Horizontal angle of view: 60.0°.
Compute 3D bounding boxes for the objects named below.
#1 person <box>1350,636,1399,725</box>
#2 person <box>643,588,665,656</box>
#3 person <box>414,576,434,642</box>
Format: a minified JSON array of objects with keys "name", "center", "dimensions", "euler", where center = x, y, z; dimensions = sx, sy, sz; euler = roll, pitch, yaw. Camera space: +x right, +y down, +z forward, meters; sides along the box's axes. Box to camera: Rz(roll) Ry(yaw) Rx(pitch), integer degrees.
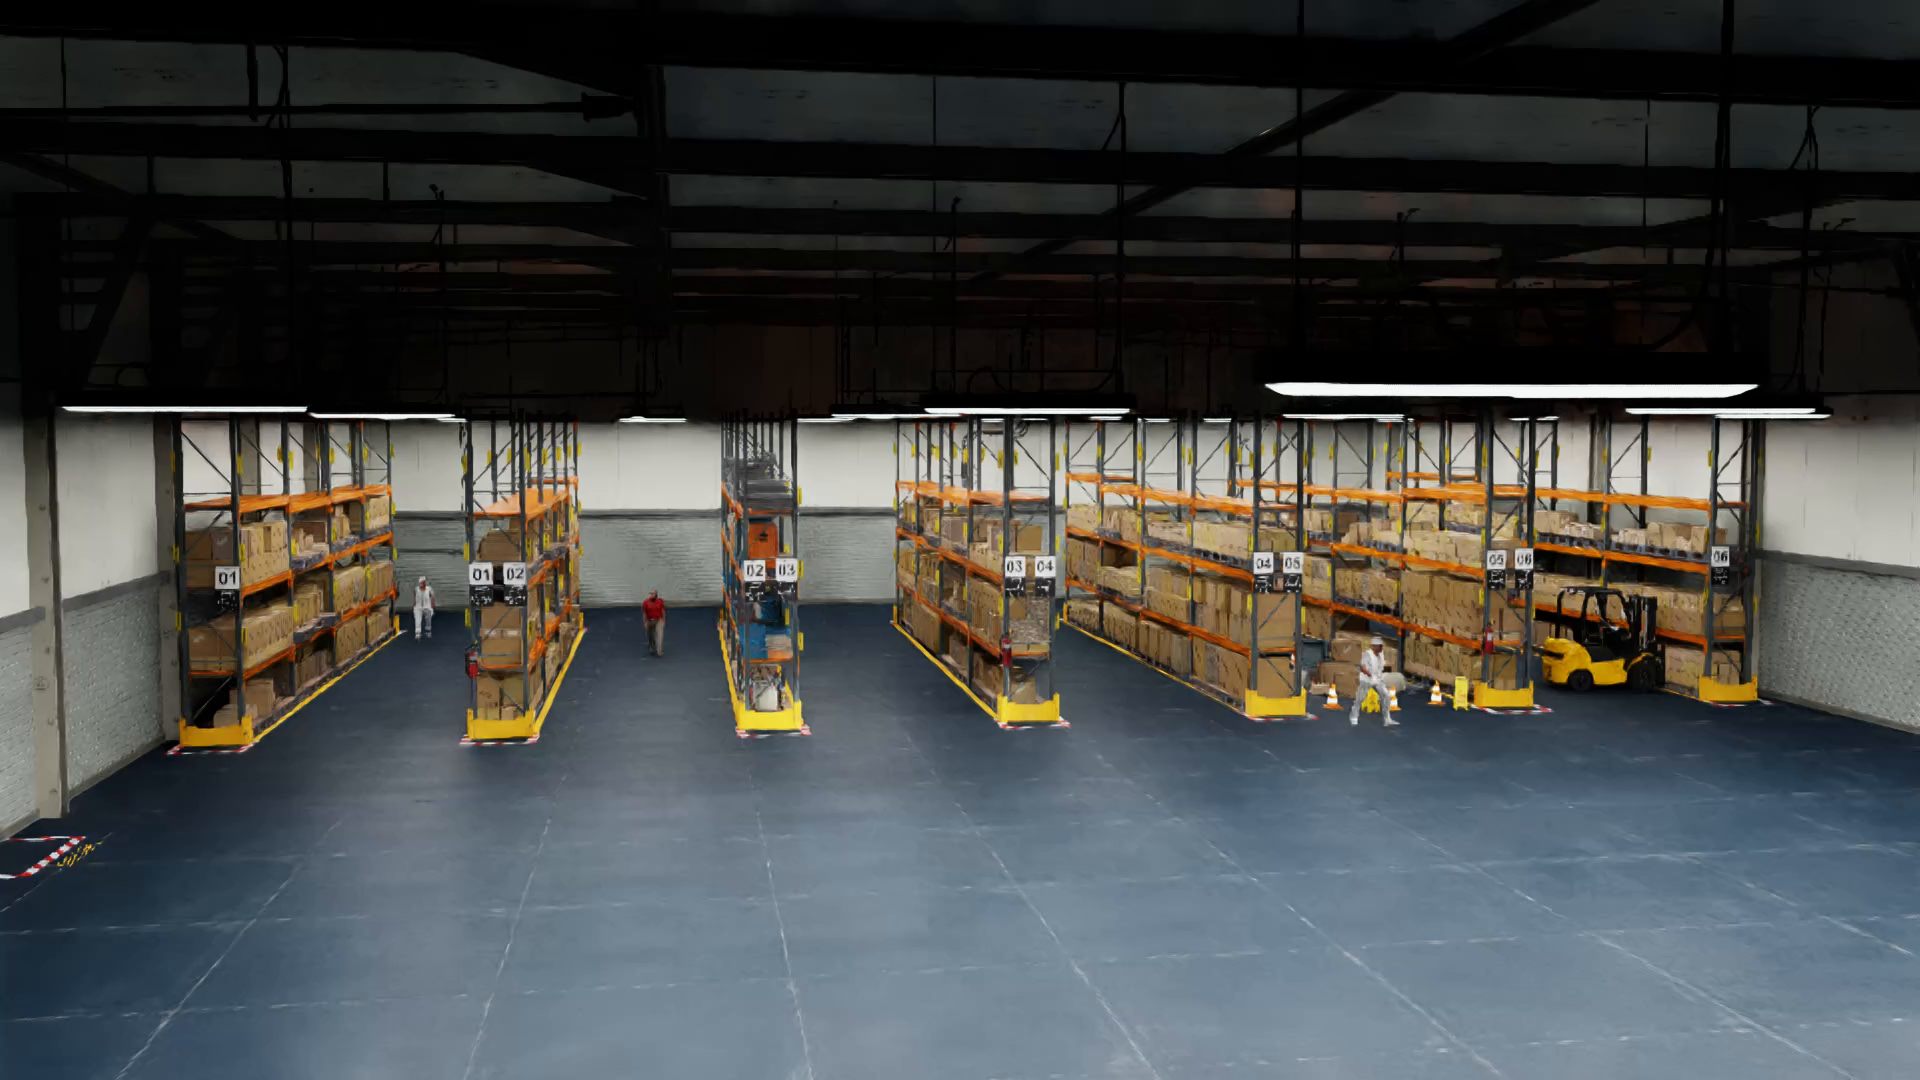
[{"name":"person","center":[7.803,2.659,31.475],"dimensions":[0.704,1.716,0.810],"euler":[-2,5,-28]},{"name":"person","center":[-7.582,2.013,41.171],"dimensions":[0.542,1.645,1.126],"euler":[-1,4,-8]},{"name":"person","center":[-14.159,1.793,43.898],"dimensions":[0.550,1.709,1.128],"euler":[-1,4,-12]}]
